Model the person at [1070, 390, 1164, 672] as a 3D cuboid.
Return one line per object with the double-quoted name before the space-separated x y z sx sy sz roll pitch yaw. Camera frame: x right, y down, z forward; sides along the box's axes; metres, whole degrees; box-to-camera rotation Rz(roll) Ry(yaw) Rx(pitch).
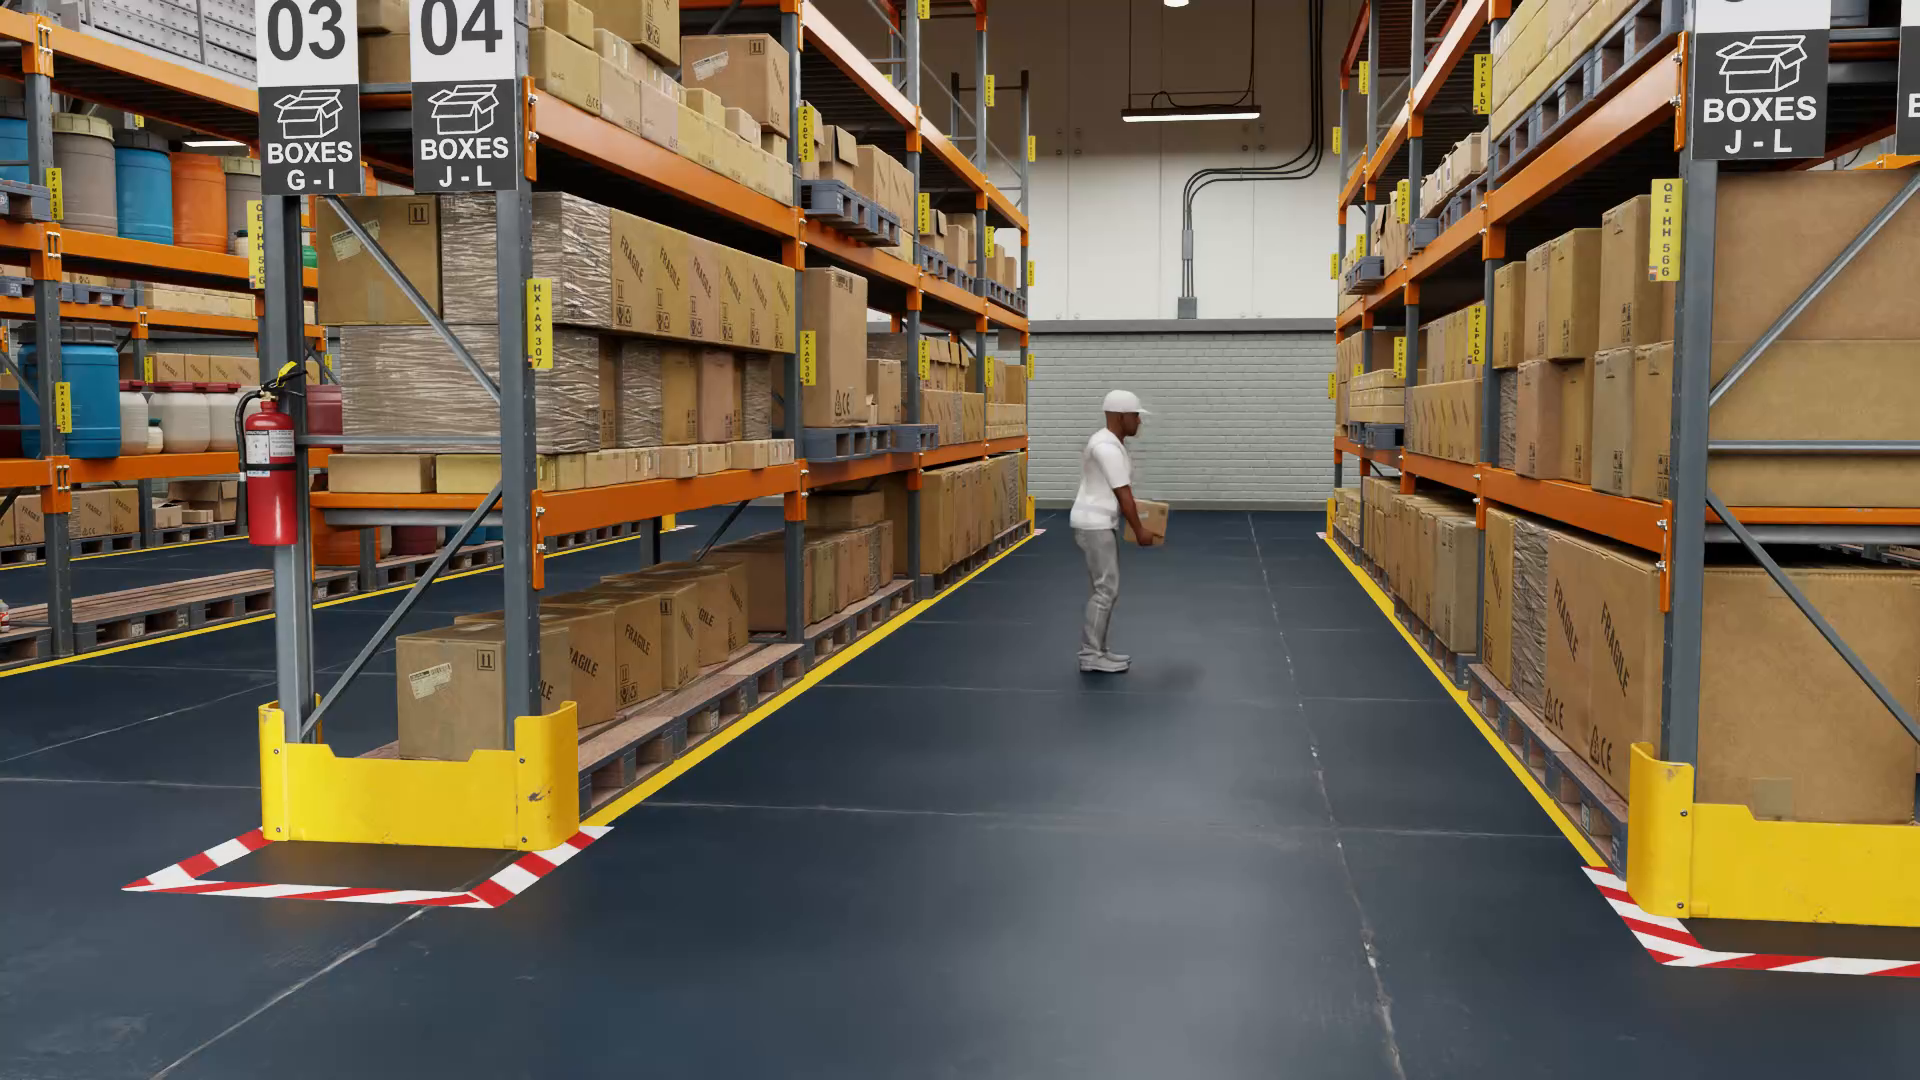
"person" 0.984 -0.063 10.432 0.592 1.746 0.501 1 4 8
